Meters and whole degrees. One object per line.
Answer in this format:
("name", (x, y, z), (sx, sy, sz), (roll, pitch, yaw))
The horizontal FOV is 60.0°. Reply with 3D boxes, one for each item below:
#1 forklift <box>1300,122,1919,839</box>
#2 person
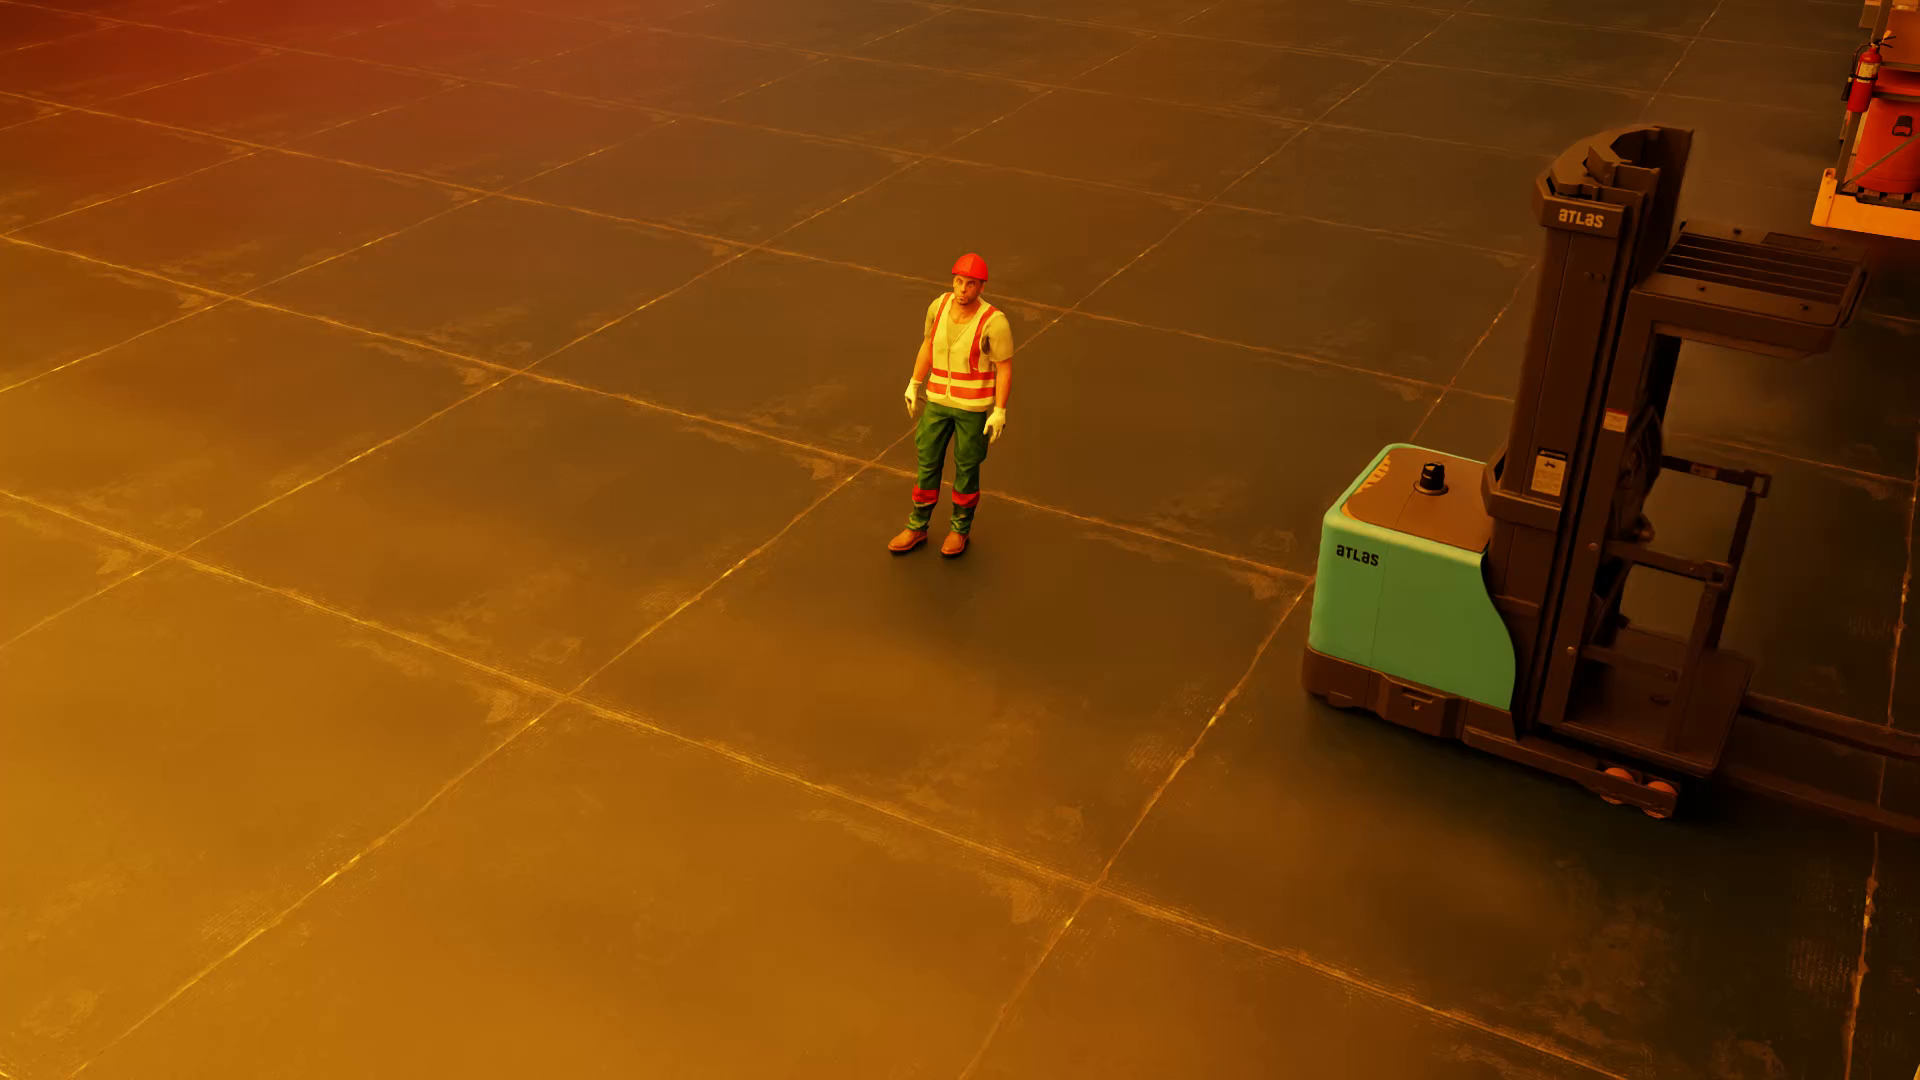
("forklift", (3.282, -0.278, 7.552), (3.031, 2.935, 1.130), (17, 34, 27))
("person", (-0.048, -0.748, 9.495), (0.638, 1.789, 0.562), (15, 33, 25))
